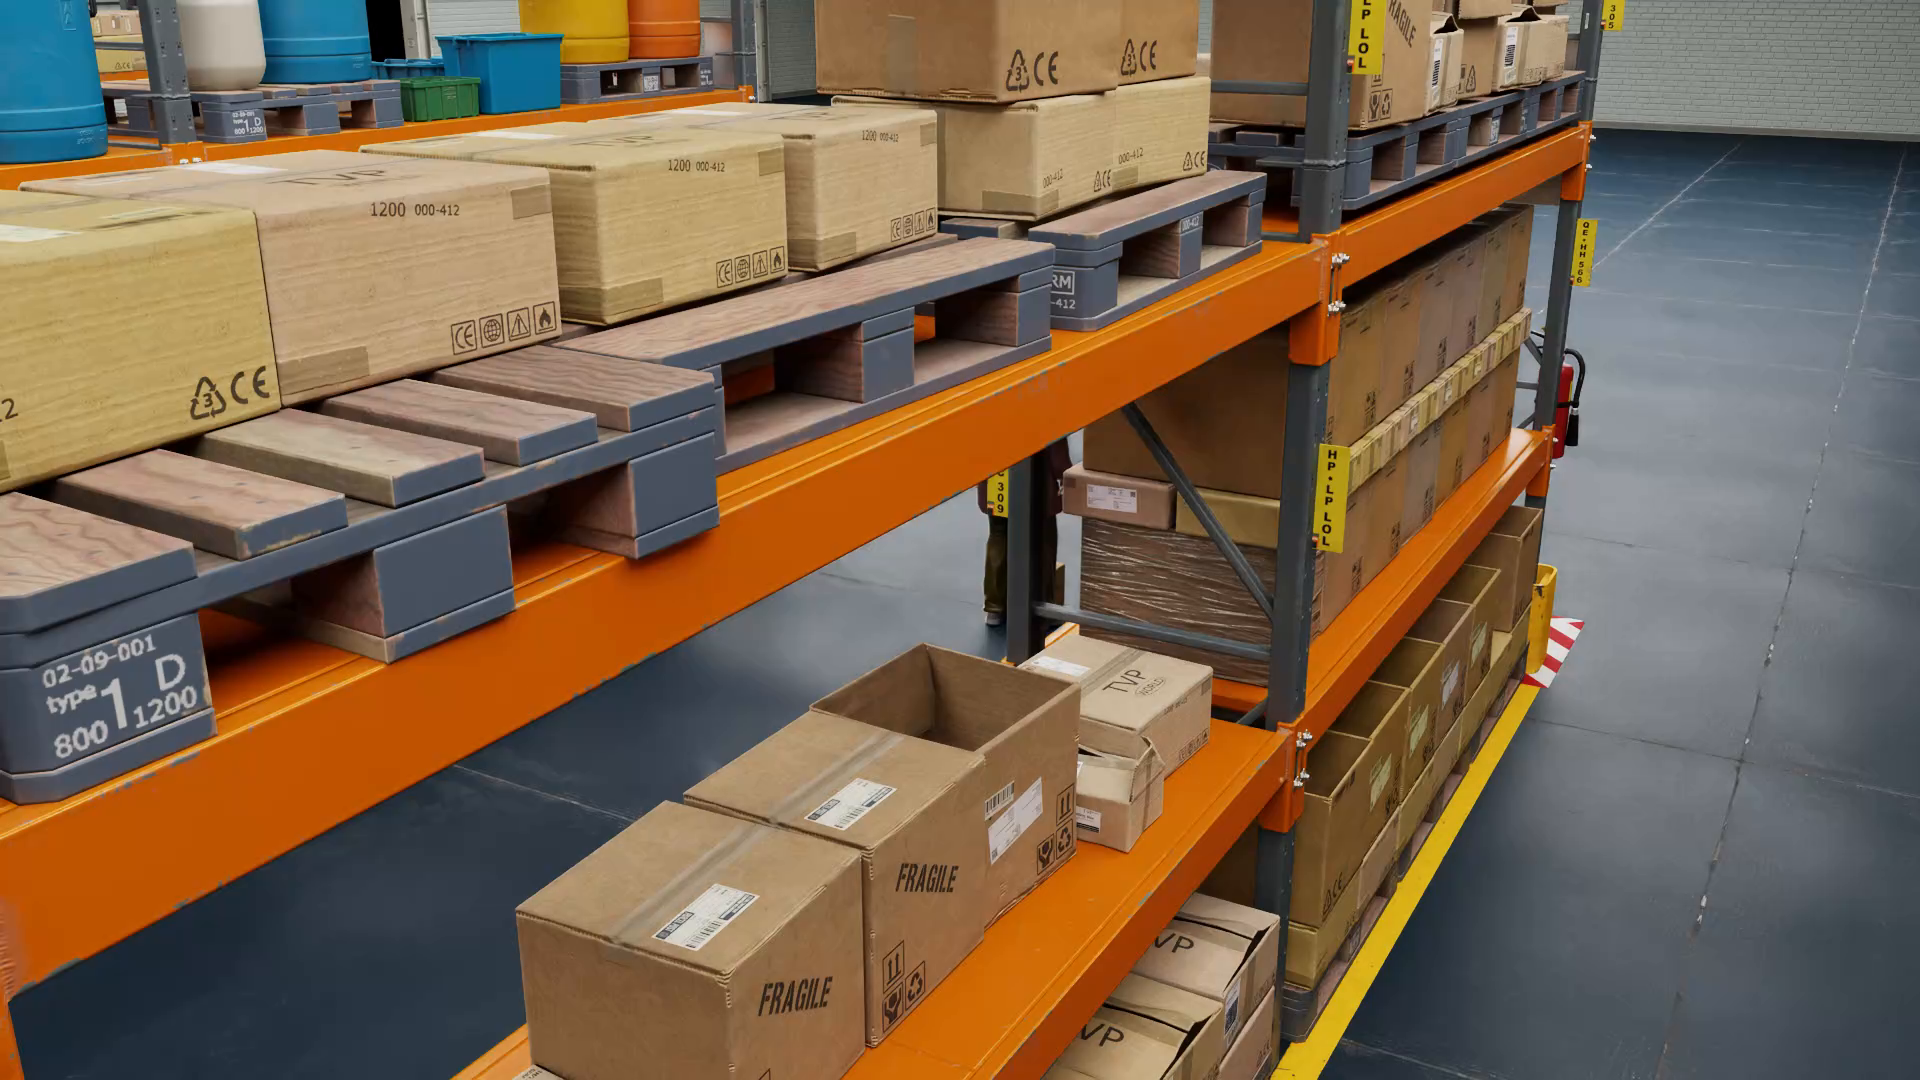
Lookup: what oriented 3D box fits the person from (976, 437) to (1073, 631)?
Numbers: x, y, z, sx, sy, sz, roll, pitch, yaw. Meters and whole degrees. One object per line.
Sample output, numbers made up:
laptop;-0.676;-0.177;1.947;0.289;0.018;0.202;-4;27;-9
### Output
person;0.327;-0.381;9.187;0.644;1.774;0.420;10;22;27
